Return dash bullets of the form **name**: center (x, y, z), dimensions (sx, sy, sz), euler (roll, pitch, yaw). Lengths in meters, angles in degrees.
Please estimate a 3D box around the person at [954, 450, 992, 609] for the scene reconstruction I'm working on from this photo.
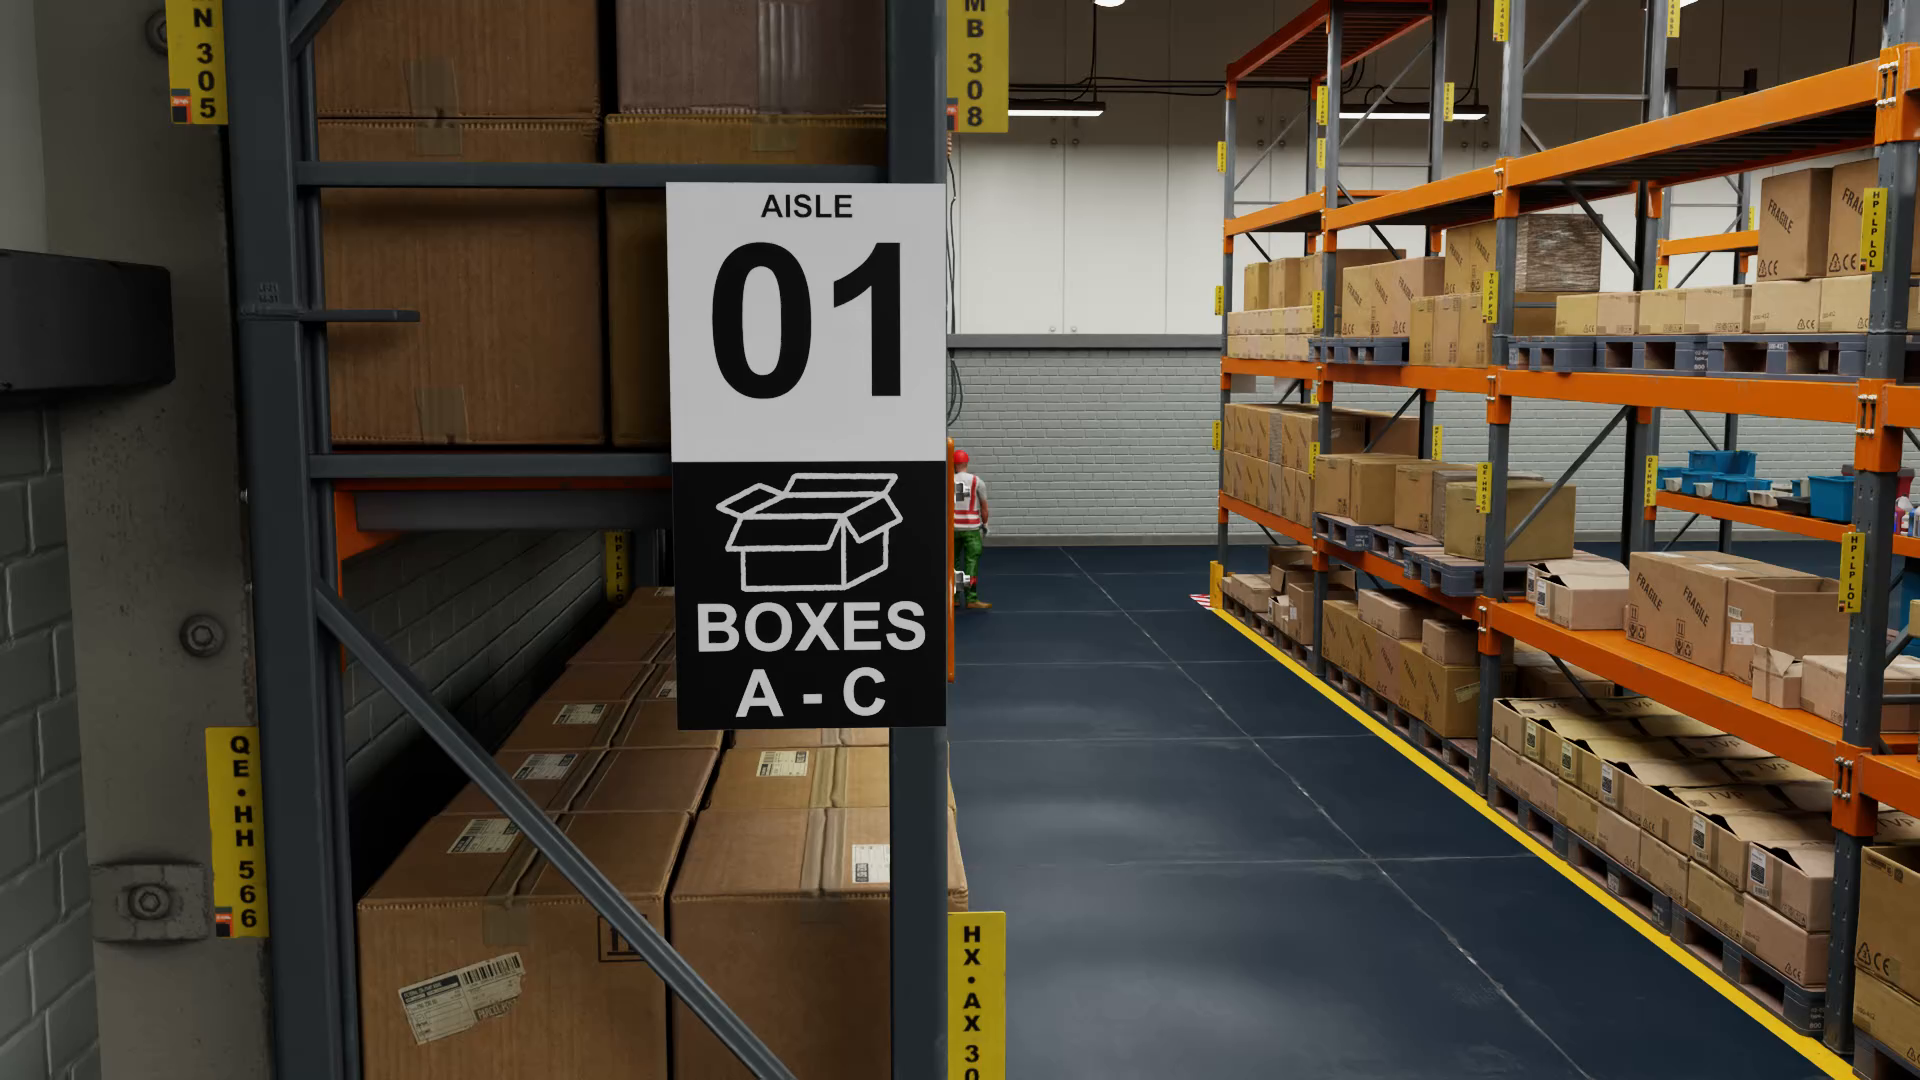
- **person**: center (0.086, -0.114, 18.624), dimensions (0.639, 1.776, 0.731), euler (2, 7, 13)
